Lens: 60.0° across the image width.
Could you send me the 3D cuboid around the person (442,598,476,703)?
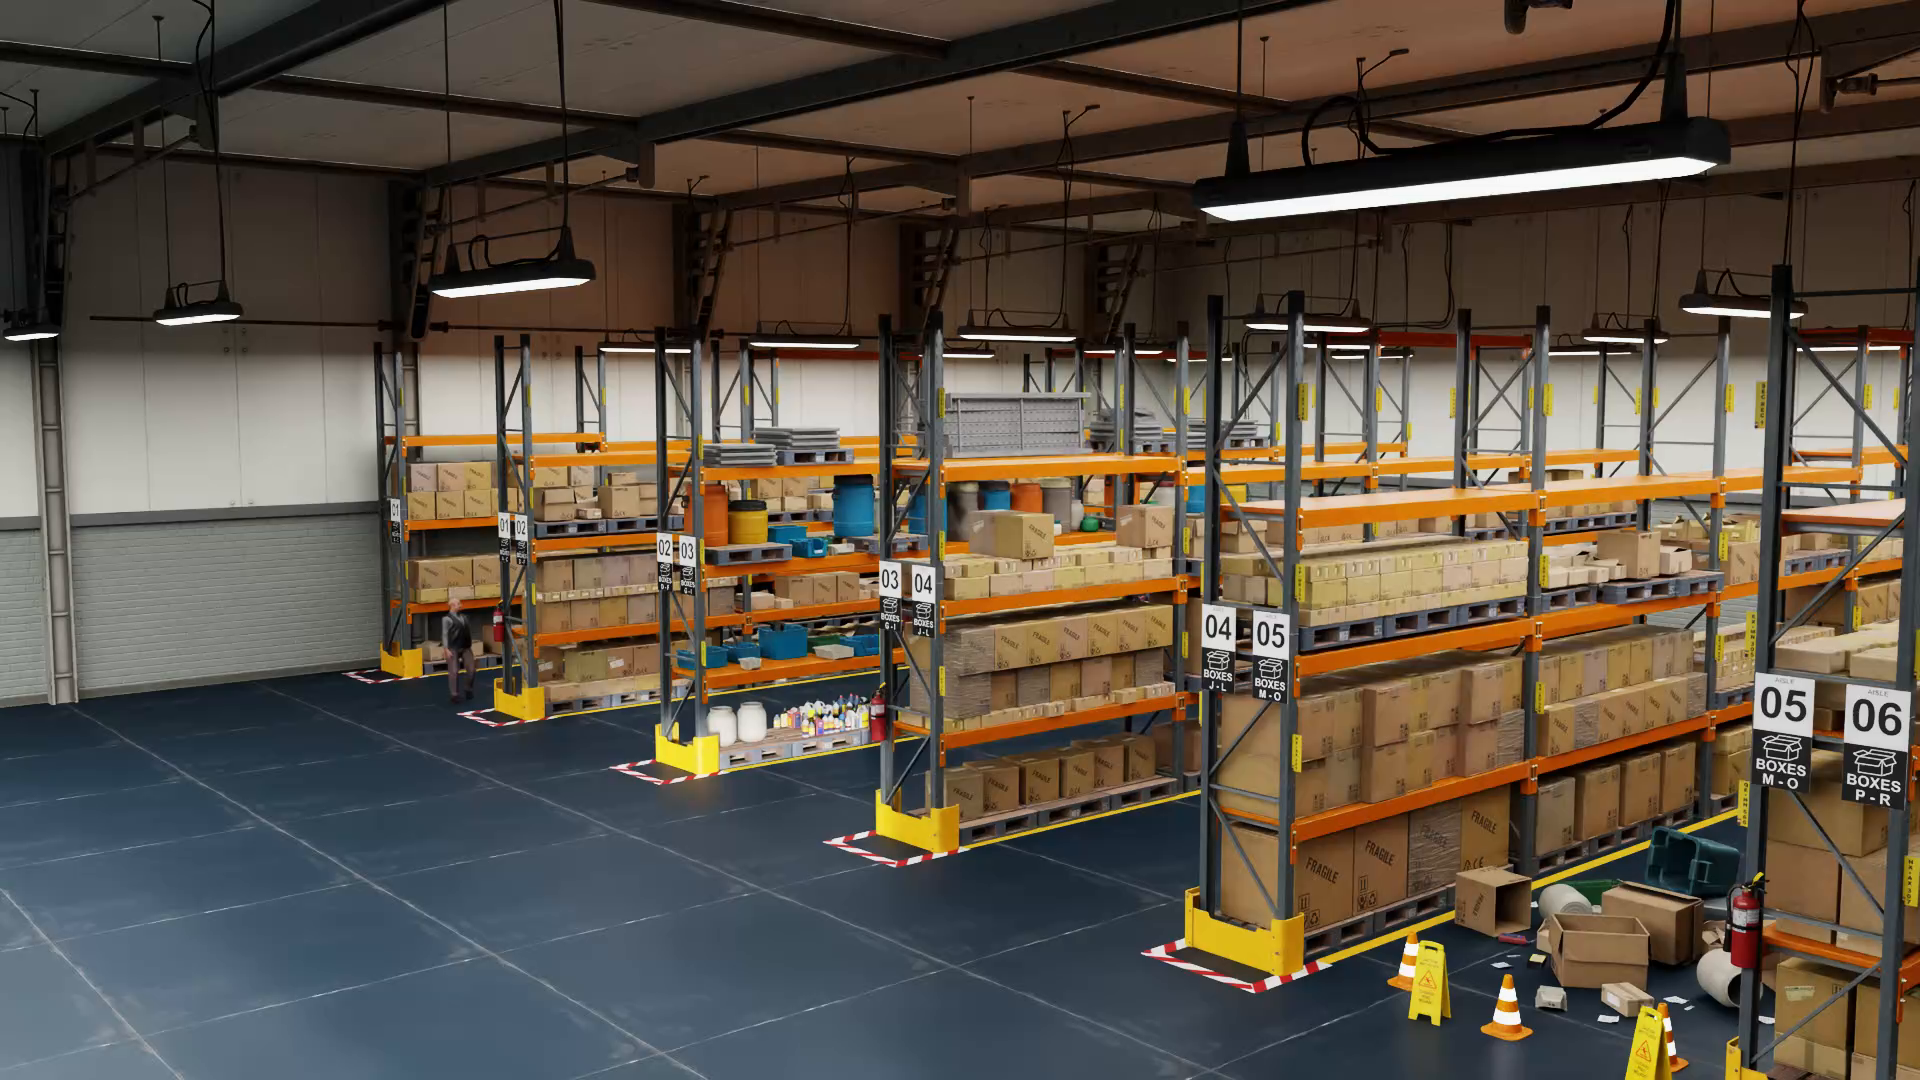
[{"bbox_3d":[-8.307,1.815,27.496,0.576,1.719,0.433,-5,7,-42],"label":"person"}]
